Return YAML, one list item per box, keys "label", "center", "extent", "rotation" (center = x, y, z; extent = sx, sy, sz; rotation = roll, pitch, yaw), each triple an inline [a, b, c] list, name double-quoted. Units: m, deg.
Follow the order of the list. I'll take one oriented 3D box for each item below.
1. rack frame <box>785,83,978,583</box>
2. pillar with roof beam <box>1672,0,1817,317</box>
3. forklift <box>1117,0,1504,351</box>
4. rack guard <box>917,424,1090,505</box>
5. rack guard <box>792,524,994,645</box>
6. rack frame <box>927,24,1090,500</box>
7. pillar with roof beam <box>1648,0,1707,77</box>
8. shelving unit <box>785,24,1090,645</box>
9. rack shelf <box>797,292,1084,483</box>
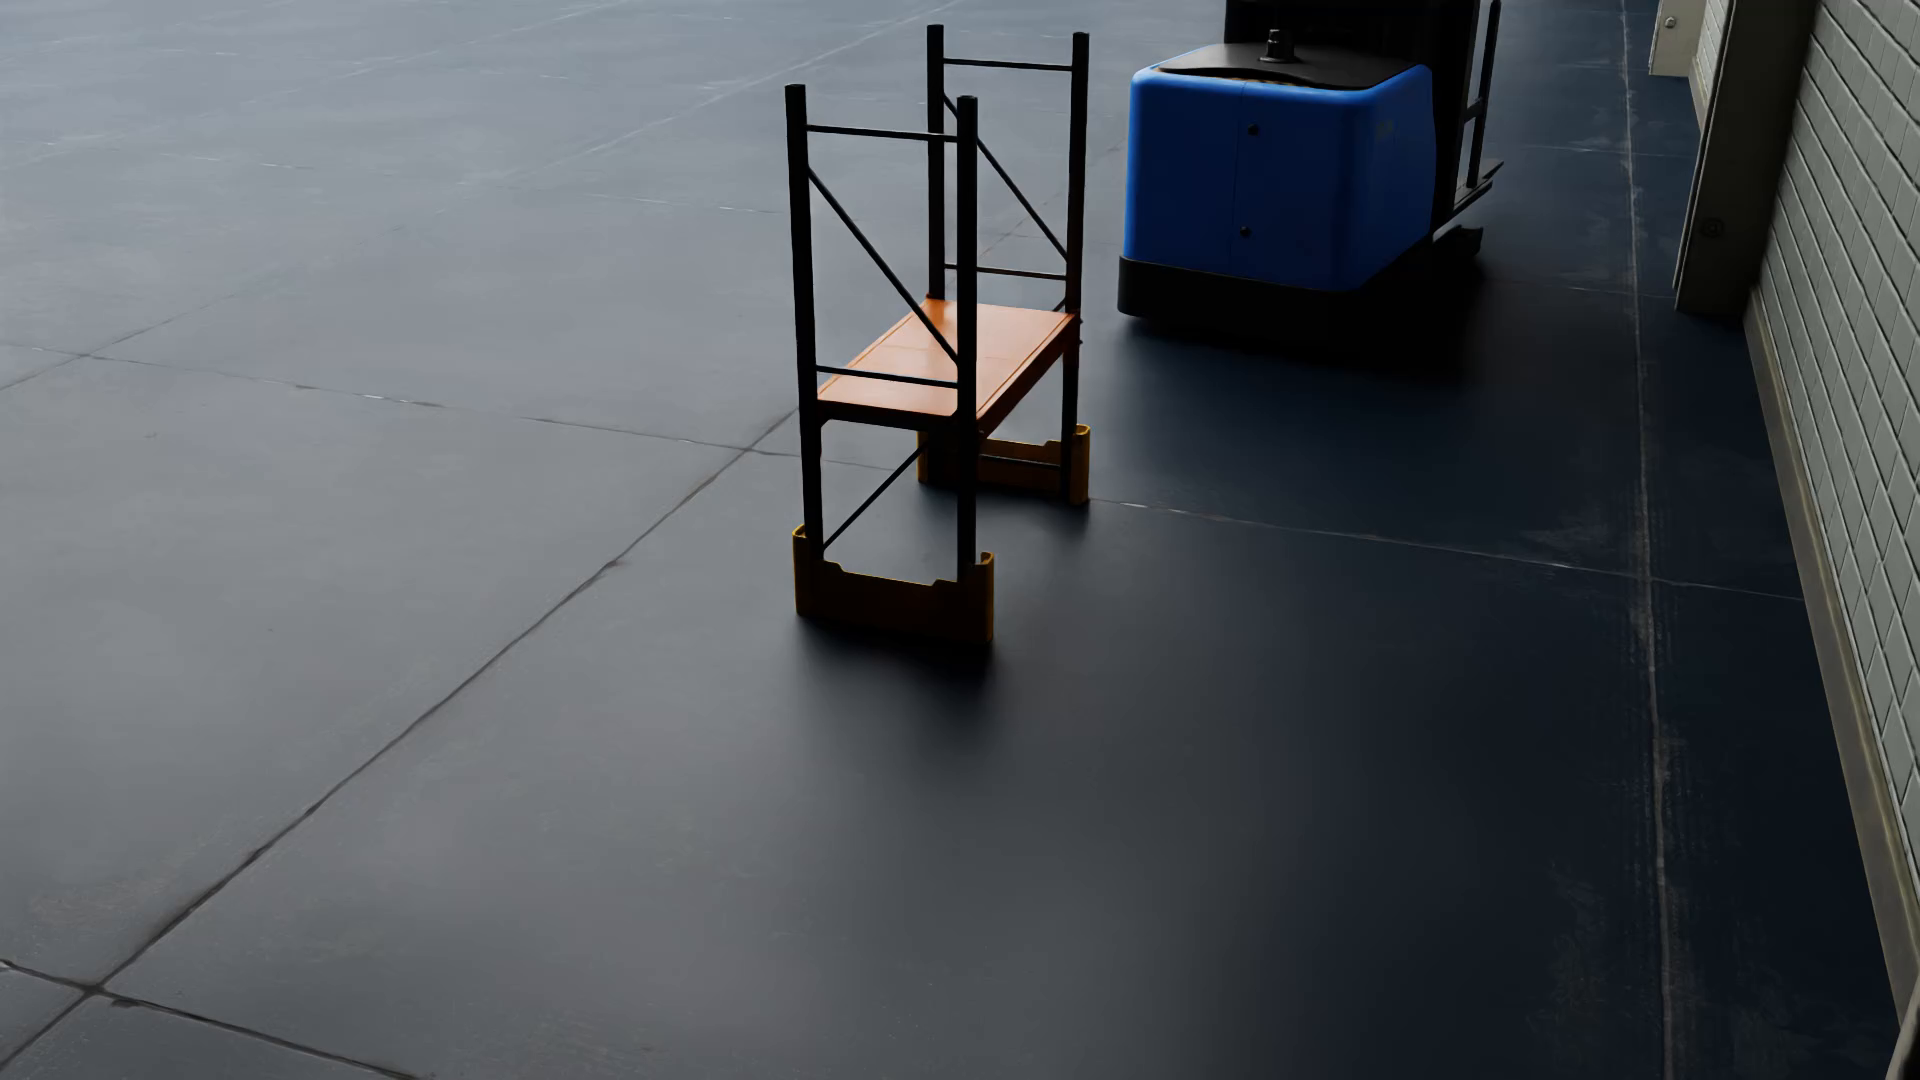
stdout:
- label: "rack frame"
  center: [-0.198, -0.431, 4.419]
  extent: [0.500, 1.500, 0.032]
  rotation: [9, 27, 17]
- label: "pillar with roof beam"
  center: [-0.690, -5.747, 6.794]
  extent: [9.100, 9.000, 0.400]
  rotation: [9, 27, 17]
- label: "forklift"
  center: [1.863, -2.677, 7.416]
  extent: [1.130, 2.935, 3.031]
  rotation: [15, 29, 27]
- label: "rack guard"
  center: [0.140, -0.286, 5.554]
  extent: [0.587, 0.250, 0.087]
  rotation: [9, 27, 17]
- label: "rack guard"
  center: [-0.191, 0.123, 4.708]
  extent: [0.587, 0.250, 0.087]
  rotation: [9, 27, 17]
- label: "rack frame"
  center: [0.141, -0.849, 5.282]
  extent: [0.500, 1.500, 0.032]
  rotation: [9, 27, 17]
- label: "pillar with roof beam"
  center: [1.307, -8.213, 11.887]
  extent: [9.100, 9.000, 0.400]
  rotation: [9, 27, 17]
- label: "shelving unit"
  center: [-0.025, -0.644, 4.858]
  extent: [0.587, 1.500, 1.083]
  rotation: [9, 27, 17]
- label: "rack shelf"
  center: [-0.028, -0.478, 4.929]
  extent: [0.538, 0.185, 1.000]
  rotation: [9, 27, 17]
